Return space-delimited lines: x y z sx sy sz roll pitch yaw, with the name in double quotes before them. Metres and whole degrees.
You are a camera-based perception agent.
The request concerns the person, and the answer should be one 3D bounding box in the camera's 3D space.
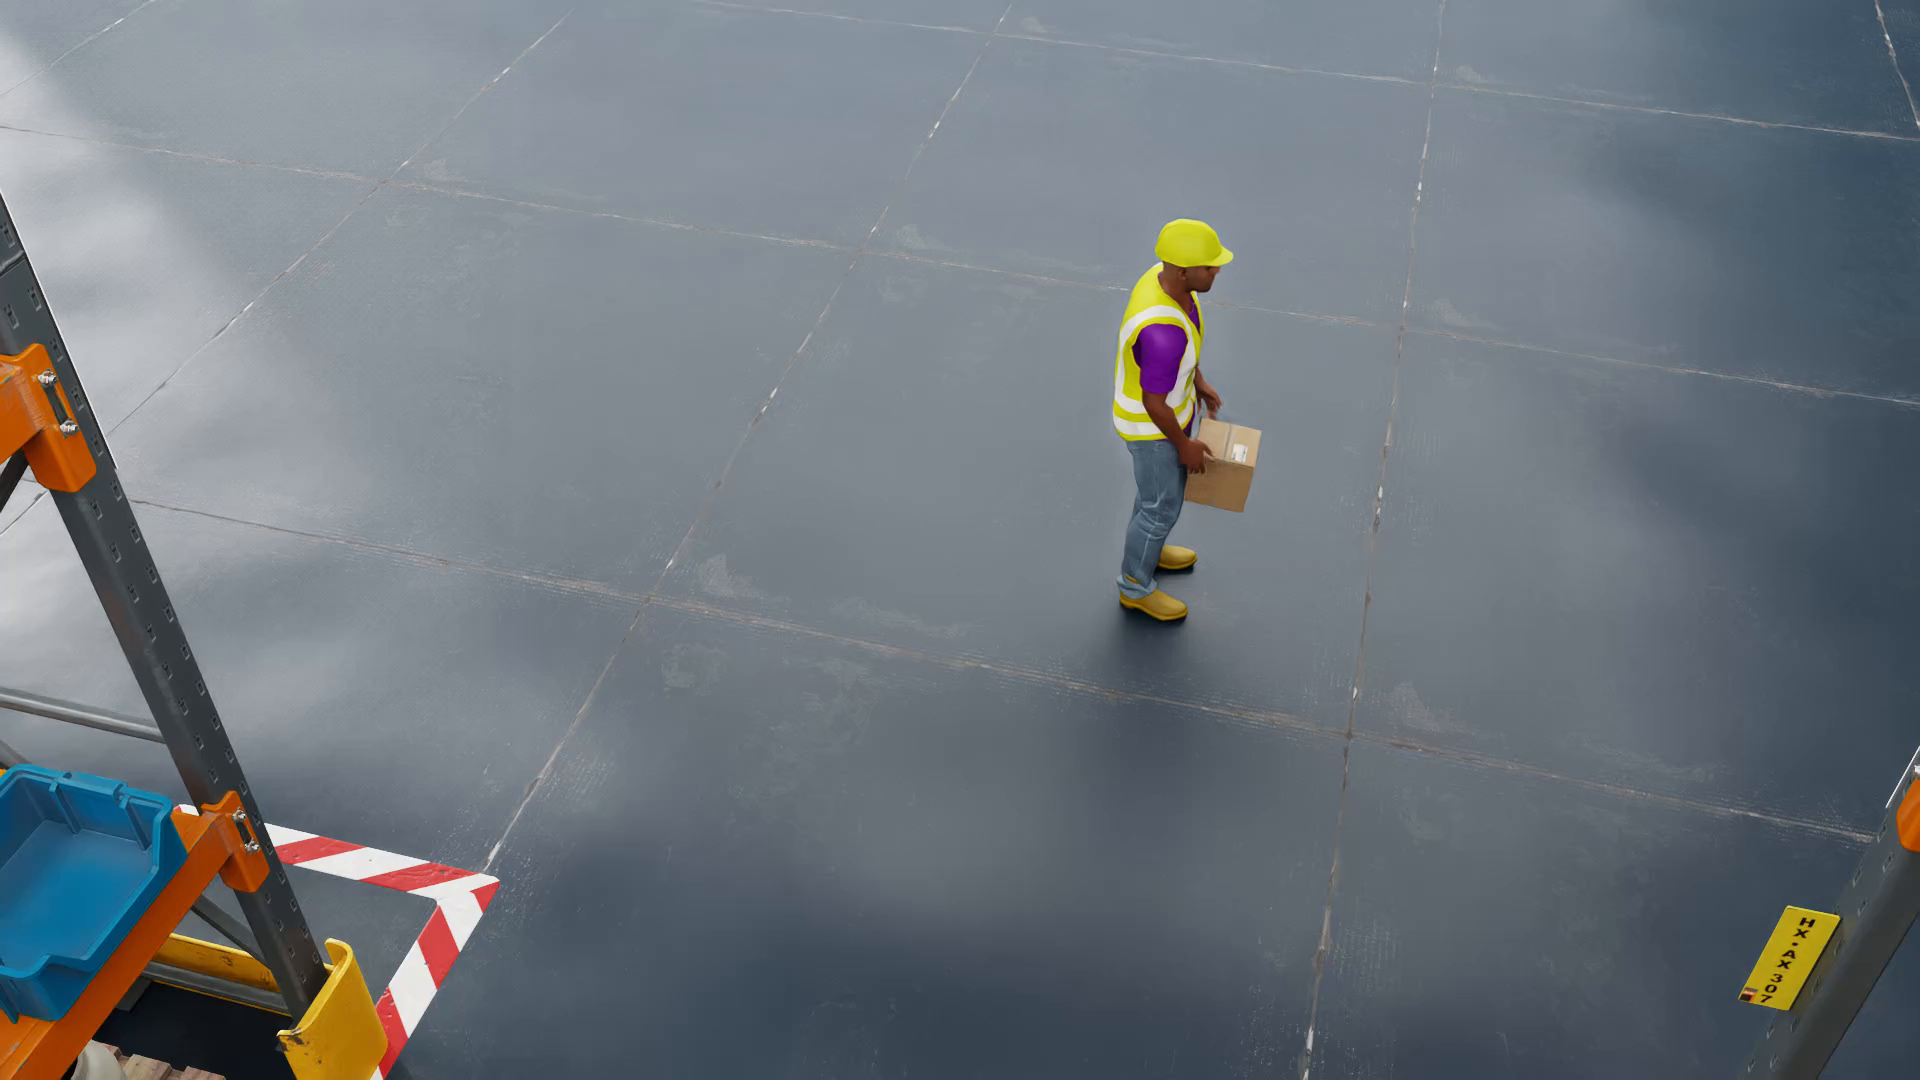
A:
"person" 0.831 -0.502 6.722 0.434 1.767 0.580 9 42 10
